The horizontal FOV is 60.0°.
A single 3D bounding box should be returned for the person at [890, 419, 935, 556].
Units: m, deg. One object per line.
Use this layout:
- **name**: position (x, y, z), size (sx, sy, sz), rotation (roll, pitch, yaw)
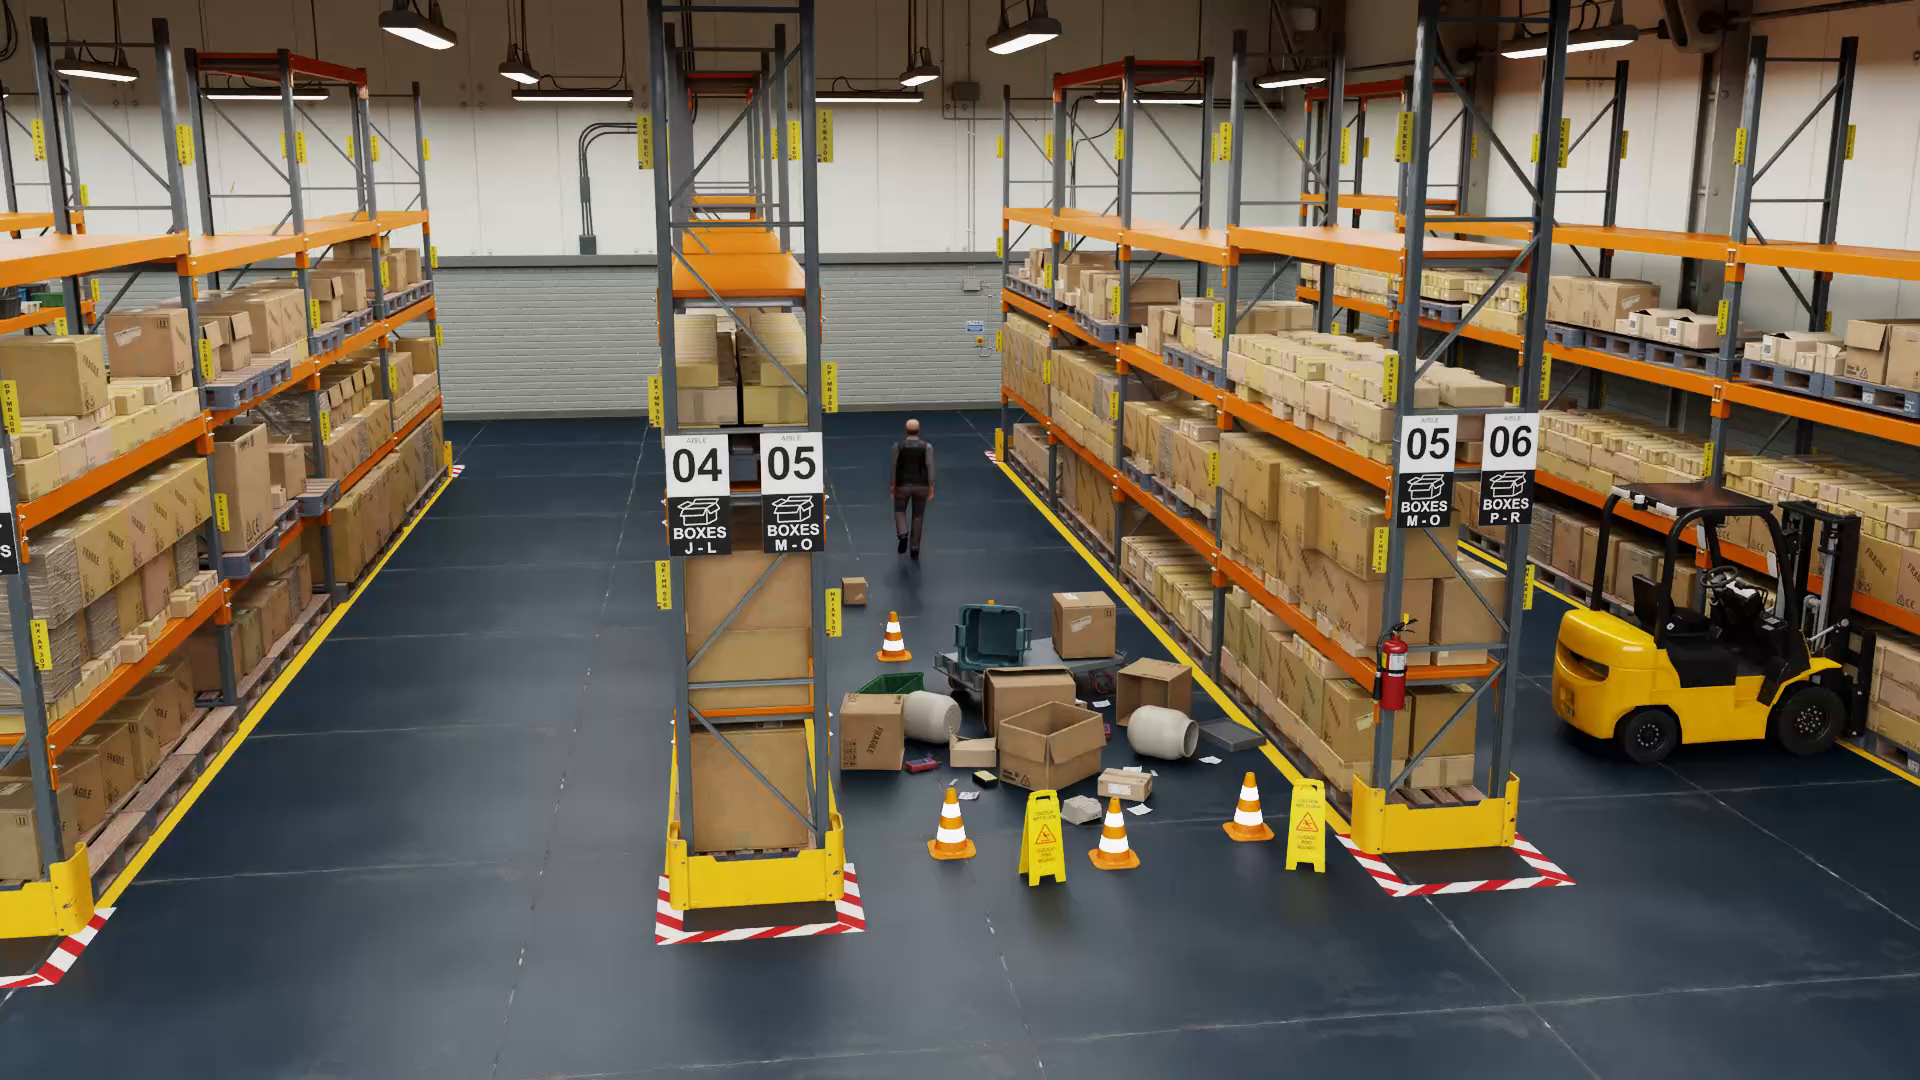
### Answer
- **person**: position (-0.590, -0.657, 20.751), size (0.570, 1.714, 0.492), rotation (0, 13, 0)
